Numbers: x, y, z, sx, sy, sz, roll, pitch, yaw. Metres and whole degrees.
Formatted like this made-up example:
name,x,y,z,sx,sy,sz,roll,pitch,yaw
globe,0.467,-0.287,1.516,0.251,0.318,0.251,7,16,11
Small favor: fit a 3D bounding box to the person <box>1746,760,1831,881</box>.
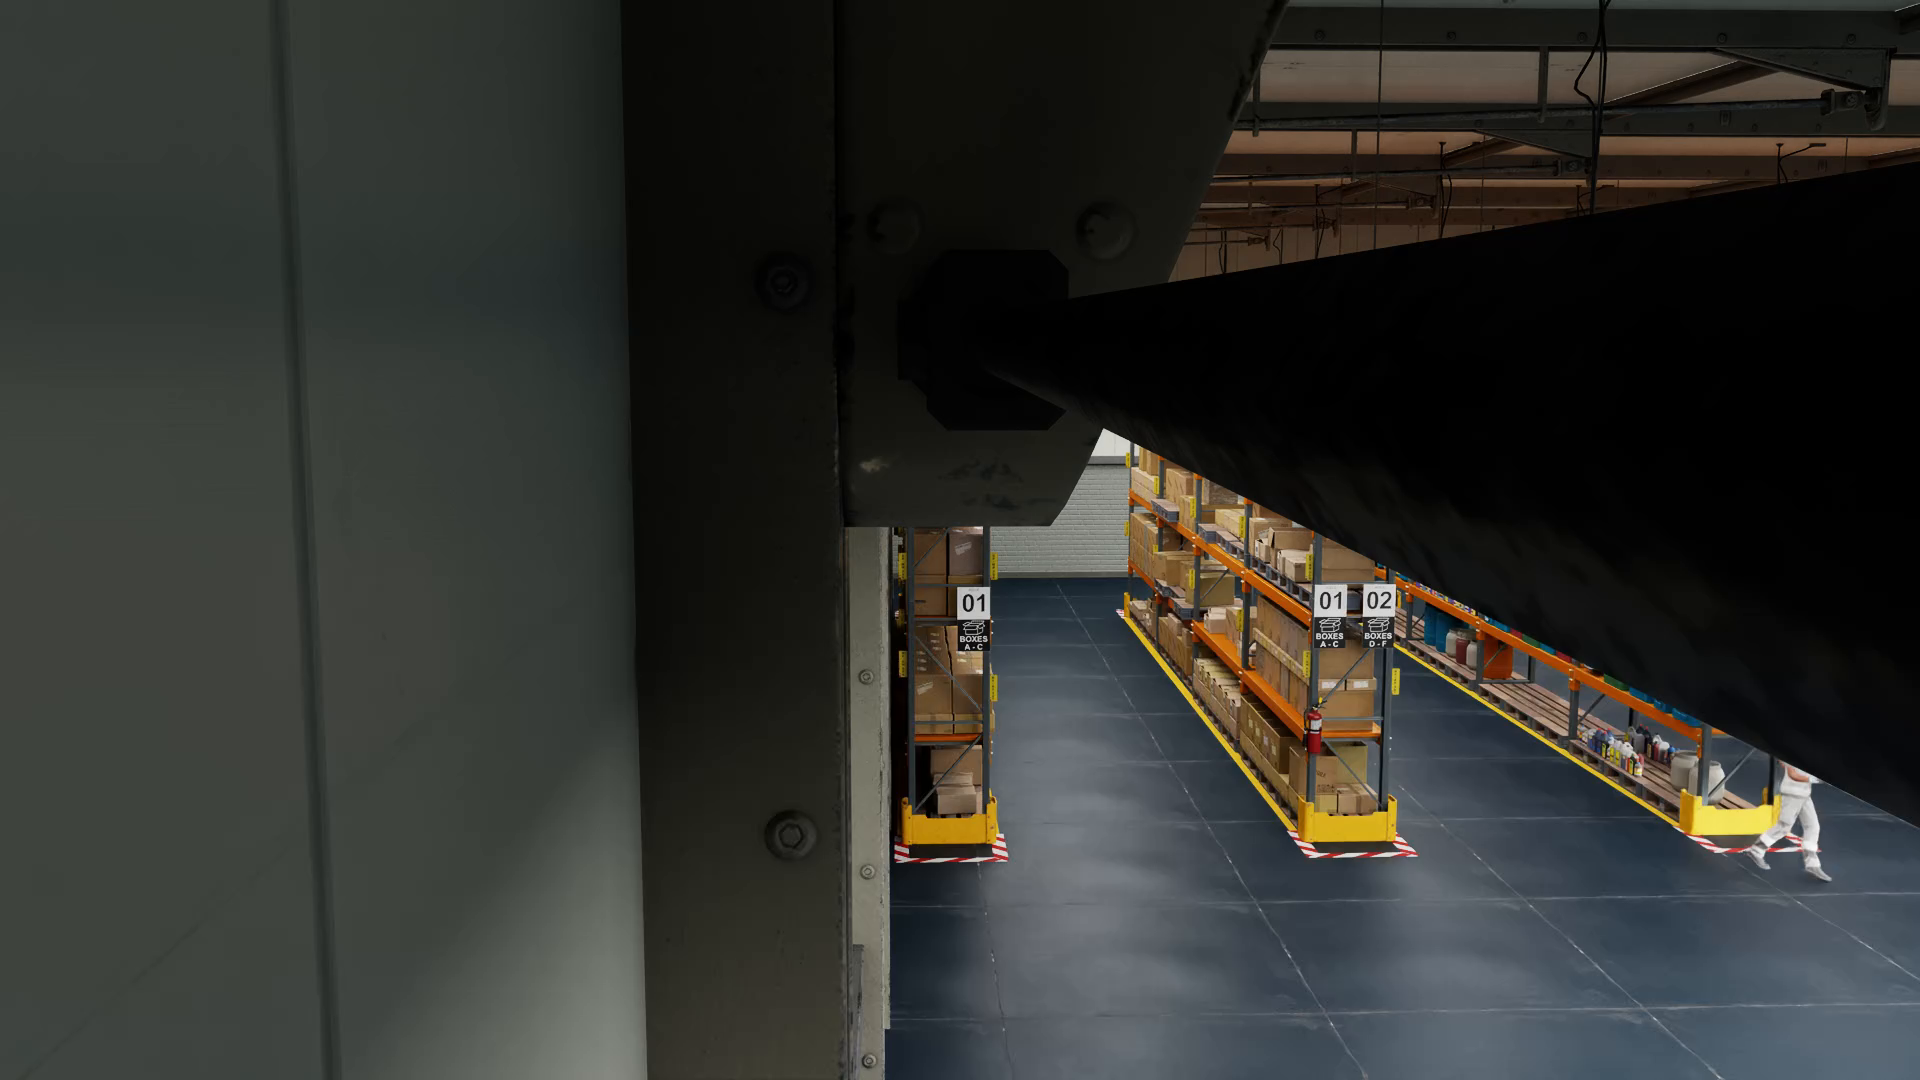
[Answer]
name,x,y,z,sx,sy,sz,roll,pitch,yaw
person,9.663,2.970,19.241,0.905,1.793,0.683,5,9,37
